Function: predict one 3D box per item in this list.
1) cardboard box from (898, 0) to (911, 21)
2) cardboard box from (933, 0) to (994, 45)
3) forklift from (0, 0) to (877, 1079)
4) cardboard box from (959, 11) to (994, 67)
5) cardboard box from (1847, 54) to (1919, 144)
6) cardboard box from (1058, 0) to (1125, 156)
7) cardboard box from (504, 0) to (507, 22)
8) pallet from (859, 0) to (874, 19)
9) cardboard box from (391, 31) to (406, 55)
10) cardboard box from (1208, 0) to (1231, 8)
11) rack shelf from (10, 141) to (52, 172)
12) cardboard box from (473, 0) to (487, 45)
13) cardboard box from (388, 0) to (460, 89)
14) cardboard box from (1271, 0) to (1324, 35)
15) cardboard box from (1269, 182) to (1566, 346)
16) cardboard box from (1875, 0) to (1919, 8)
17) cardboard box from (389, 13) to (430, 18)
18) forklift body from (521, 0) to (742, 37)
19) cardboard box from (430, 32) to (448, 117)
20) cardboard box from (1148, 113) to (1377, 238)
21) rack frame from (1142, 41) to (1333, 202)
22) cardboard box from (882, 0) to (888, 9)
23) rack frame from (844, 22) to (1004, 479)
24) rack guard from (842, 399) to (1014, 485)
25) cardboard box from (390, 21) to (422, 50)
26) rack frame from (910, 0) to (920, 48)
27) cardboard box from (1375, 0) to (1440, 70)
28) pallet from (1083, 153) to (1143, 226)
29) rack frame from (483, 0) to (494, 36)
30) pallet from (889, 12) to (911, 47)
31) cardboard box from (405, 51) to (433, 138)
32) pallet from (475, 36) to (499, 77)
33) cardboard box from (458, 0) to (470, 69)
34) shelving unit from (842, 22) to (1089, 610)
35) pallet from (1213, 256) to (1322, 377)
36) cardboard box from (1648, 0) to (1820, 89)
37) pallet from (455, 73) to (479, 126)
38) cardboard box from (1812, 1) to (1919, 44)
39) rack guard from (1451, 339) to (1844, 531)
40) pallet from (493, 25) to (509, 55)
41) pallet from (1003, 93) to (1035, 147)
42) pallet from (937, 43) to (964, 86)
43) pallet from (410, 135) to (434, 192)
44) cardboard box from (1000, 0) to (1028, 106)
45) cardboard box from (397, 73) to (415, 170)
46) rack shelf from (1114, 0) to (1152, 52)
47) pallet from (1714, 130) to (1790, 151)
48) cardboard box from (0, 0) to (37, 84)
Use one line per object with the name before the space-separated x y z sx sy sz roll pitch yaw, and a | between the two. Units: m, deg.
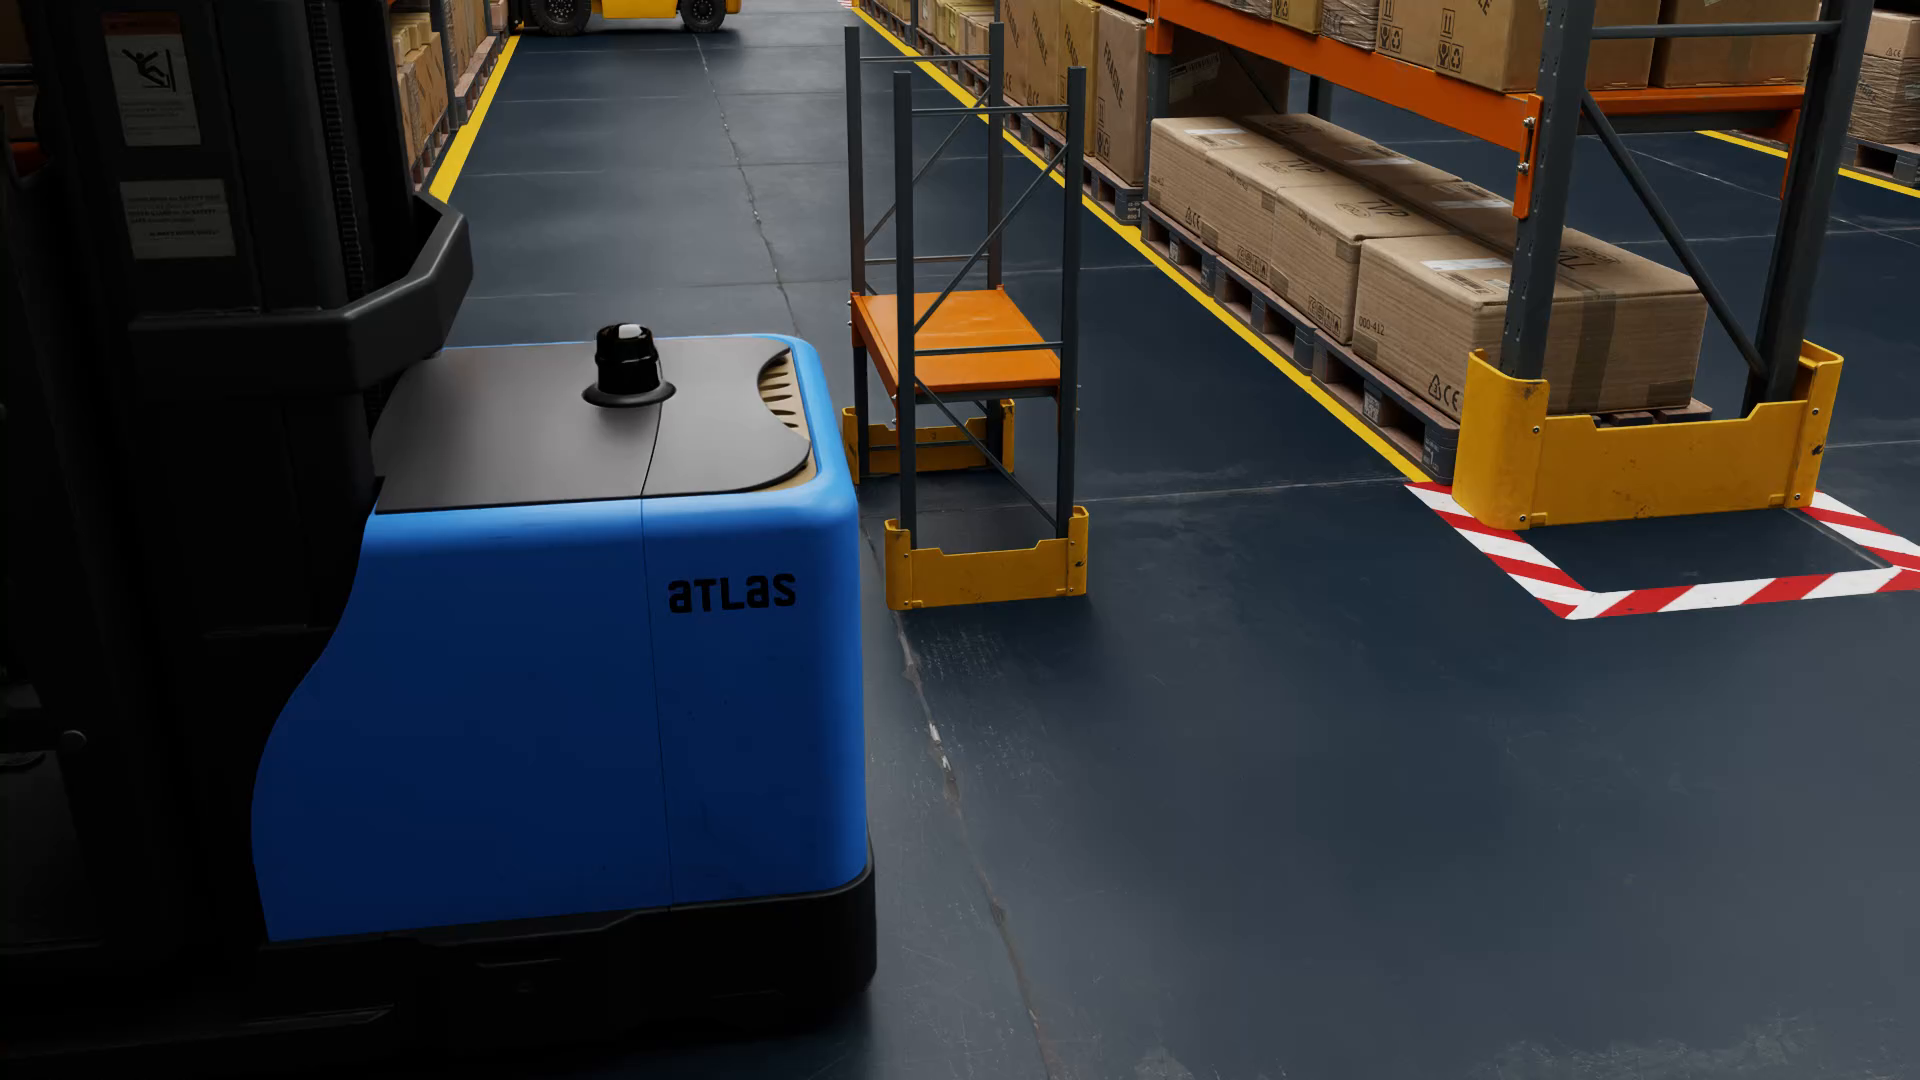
cardboard box | -0.354 -5.385 16.743 0.500 0.250 0.500 -3 24 -7
cardboard box | 0.255 -4.740 15.113 0.950 0.372 0.625 -3 24 -6
forklift | -1.723 -0.536 2.814 3.031 2.935 1.130 -4 24 -8
cardboard box | 0.520 -4.168 13.803 0.950 0.372 0.625 -5 24 -11
cardboard box | 5.960 -2.819 10.555 0.500 0.500 0.500 -5 24 -11
cardboard box | 1.131 -2.905 10.283 0.875 0.875 0.875 -4 24 -8
cardboard box | -4.731 -5.217 16.358 0.500 0.250 0.500 -5 24 -11
pallet | -0.591 -6.184 19.145 1.003 0.211 1.213 -4 24 -10
cardboard box | -3.641 -3.050 10.273 0.380 0.149 0.250 -5 24 -11
cardboard box | 1.417 -2.737 7.644 0.500 0.500 0.500 -4 24 -9
rack shelf | -3.009 -1.608 6.084 1.077 0.370 4.000 -4 24 -10
cardboard box | -4.750 -4.771 14.869 0.875 0.625 0.625 -3 24 -7
cardboard box | -4.220 -3.649 12.298 0.875 0.625 0.625 -4 24 -8
cardboard box | 1.598 -2.338 6.731 0.500 0.500 0.500 -4 24 -8
cardboard box | 1.841 -1.150 6.812 0.875 0.438 0.875 -4 24 -8
cardboard box | 6.367 -3.410 10.971 0.500 0.250 0.500 -4 24 -8
cardboard box | -3.778 -3.467 11.228 0.380 0.149 0.250 -5 24 -12
forklift body | -3.454 -6.445 17.319 2.313 2.155 1.214 -4 24 -10
cardboard box | -3.829 -3.195 11.415 0.500 0.500 0.500 -4 24 -8
cardboard box | 1.509 -1.857 8.430 0.875 0.438 0.875 -5 24 -11
rack frame | 1.499 -3.093 8.585 1.000 3.000 0.127 -4 24 -10
cardboard box | -0.552 -5.794 17.680 0.500 0.250 0.500 -4 24 -9
rack frame | -0.110 -0.921 5.484 0.500 1.500 0.032 -4 24 -10
rack guard | -0.106 -0.340 5.717 0.587 0.250 0.087 -4 24 -10
cardboard box | -3.692 -3.255 10.743 0.380 0.149 0.250 -5 24 -12
rack frame | 0.019 -6.240 15.790 1.000 3.000 0.127 -4 24 -10
cardboard box | 1.811 -1.935 5.807 0.500 0.500 0.500 -5 24 -11
pallet | 1.282 -2.114 9.826 1.003 0.211 1.213 -4 24 -10
rack frame | -4.858 -5.871 14.946 1.000 3.000 0.127 -4 24 -10
pallet | -0.140 -5.224 16.947 1.003 0.211 1.213 -4 24 -10
cardboard box | -3.647 -2.791 10.492 0.500 0.500 0.500 -3 24 -7
pallet | -4.683 -4.307 14.847 1.003 0.211 1.213 -4 24 -10
cardboard box | -4.473 -4.170 13.492 0.875 0.625 0.625 -5 24 -12
shelving unit | -0.014 -0.717 5.018 0.587 1.500 1.083 -4 24 -10
pallet | 1.791 -1.030 7.344 1.003 0.211 1.213 -4 24 -10
cardboard box | 2.432 -1.776 5.444 0.500 0.500 0.500 -4 24 -10
pallet | -4.232 -3.347 12.649 1.003 0.211 1.213 -4 24 -10
cardboard box | 5.877 -3.368 10.874 0.500 0.250 0.500 -3 24 -7
rack guard | 2.243 -0.365 5.461 1.175 0.500 0.348 -4 24 -10
pallet | -4.964 -4.909 16.227 1.003 0.211 1.213 -4 24 -10
pallet | 0.831 -3.073 12.023 1.003 0.211 1.213 -4 24 -10
pallet | 0.394 -4.175 14.546 1.003 0.211 1.213 -4 24 -10
pallet | -3.795 -2.245 10.126 1.003 0.211 1.213 -4 24 -10
cardboard box | 0.805 -3.608 11.893 0.875 0.875 0.875 -5 24 -10
cardboard box | -3.443 -2.384 9.559 0.500 0.500 0.500 -5 24 -11
rack shelf | 1.129 -3.550 10.530 1.077 0.370 4.000 -4 24 -10
pallet | 5.970 -3.009 11.875 1.003 0.211 1.213 -4 24 -10
cardboard box | -2.458 -1.417 4.563 0.500 0.250 0.500 -4 24 -9
